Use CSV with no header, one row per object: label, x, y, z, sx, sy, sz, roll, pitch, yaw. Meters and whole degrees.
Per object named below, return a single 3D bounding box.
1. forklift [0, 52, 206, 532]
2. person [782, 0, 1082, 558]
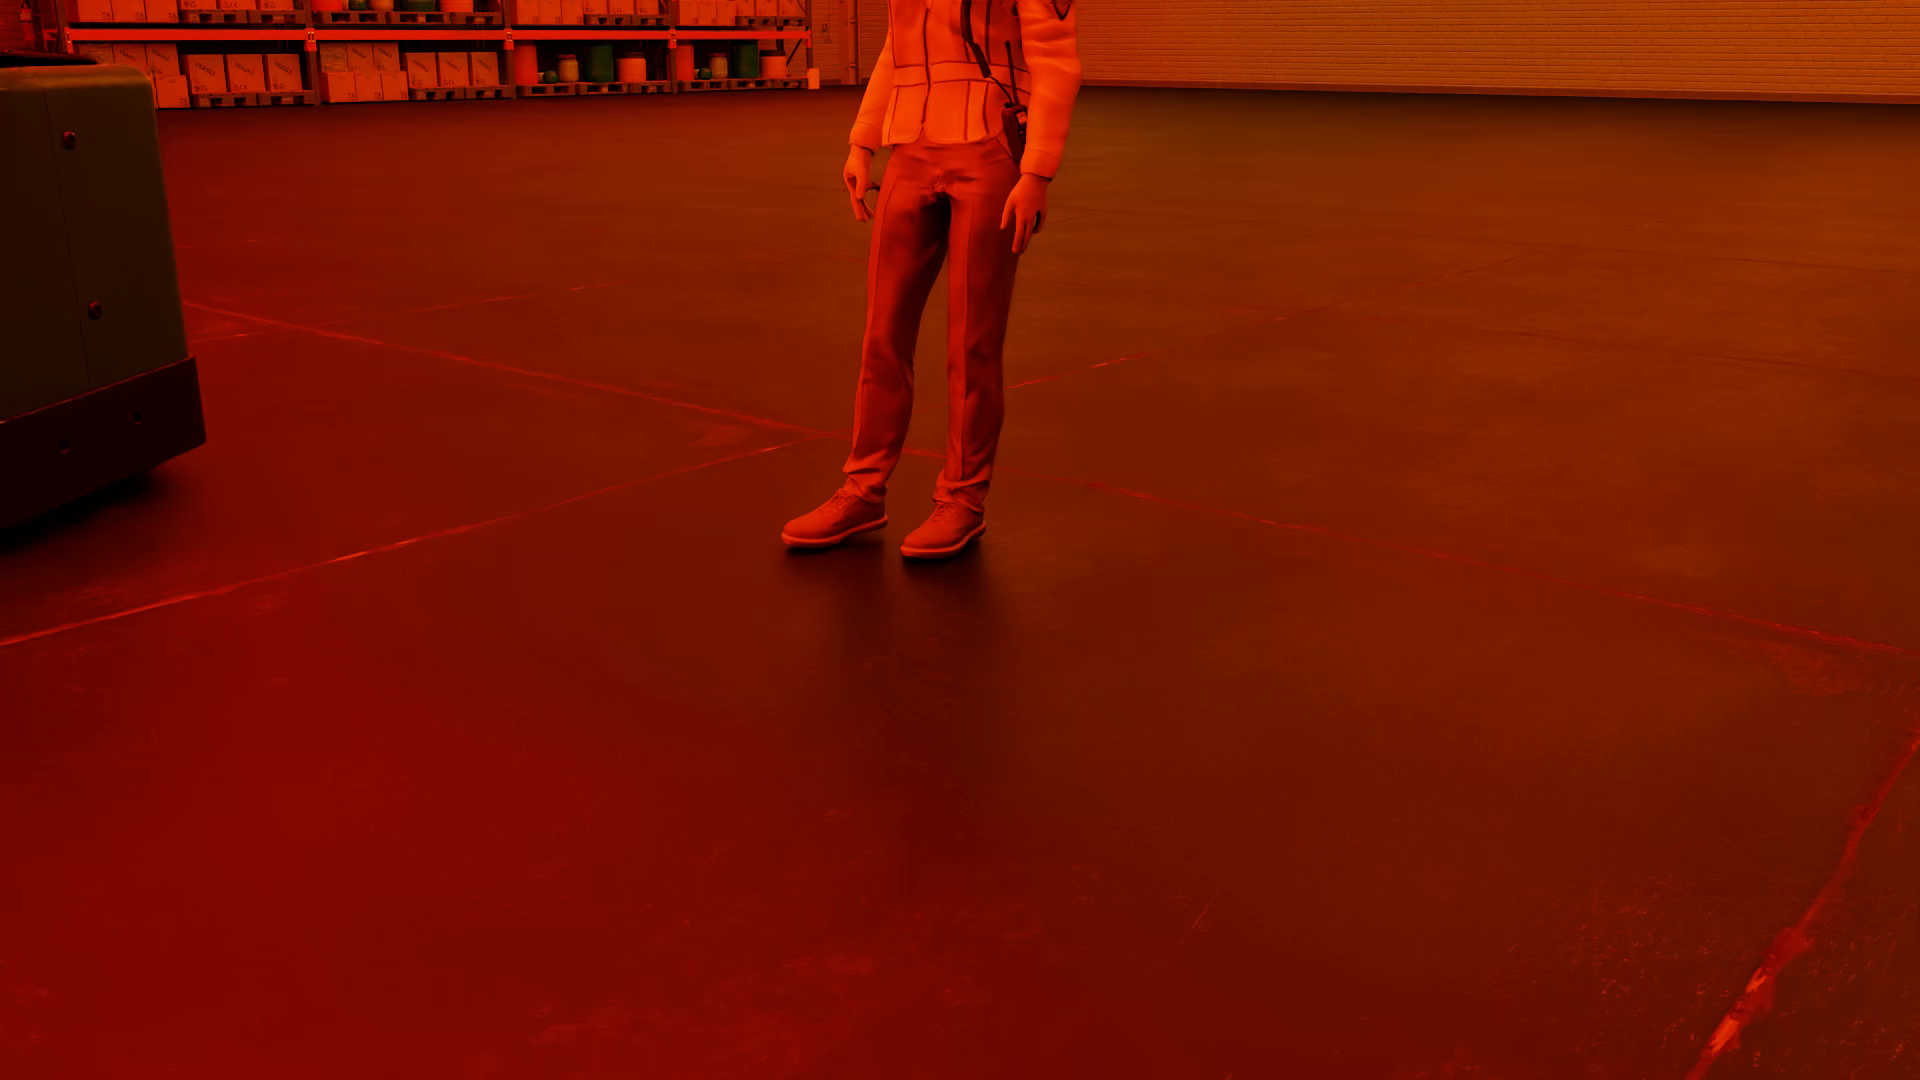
forklift,-3.624,-1.518,3.898,3.031,2.935,1.130,2,17,6
person,-0.048,-0.804,3.648,0.587,1.696,0.534,13,21,37
